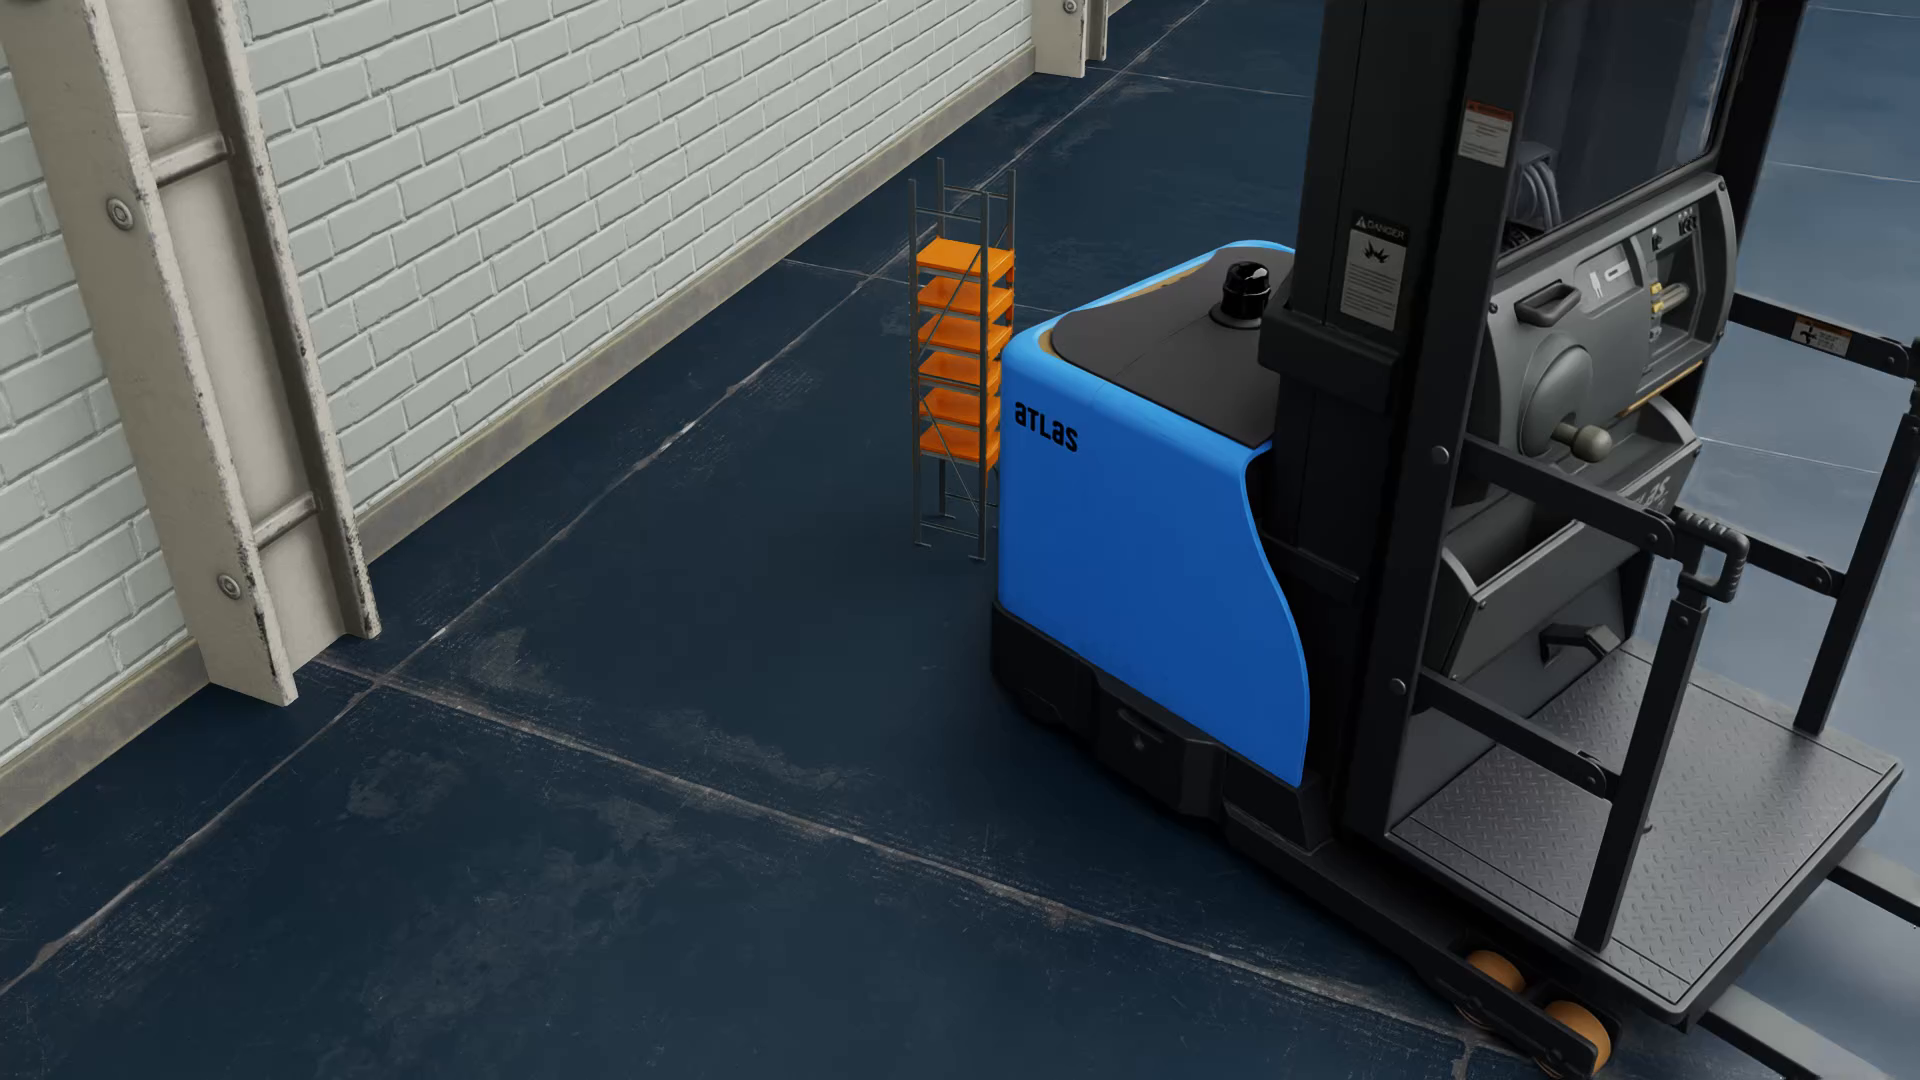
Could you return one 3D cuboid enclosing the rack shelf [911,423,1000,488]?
[{"bbox_3d":[0.006,-0.271,5.088,0.258,0.103,0.180,14,36,20],"label":"rack shelf"}]

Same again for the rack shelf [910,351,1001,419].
[{"bbox_3d":[0.006,-0.472,4.956,0.258,0.103,0.180,14,36,20],"label":"rack shelf"}]

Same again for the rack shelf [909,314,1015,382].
[{"bbox_3d":[0.006,-0.572,4.891,0.258,0.103,0.180,14,36,20],"label":"rack shelf"}]

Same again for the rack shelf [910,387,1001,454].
[{"bbox_3d":[0.006,-0.371,5.022,0.258,0.103,0.180,14,36,20],"label":"rack shelf"}]

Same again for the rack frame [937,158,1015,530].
[{"bbox_3d":[0.044,-0.555,5.001,0.240,1.200,0.006,14,36,20],"label":"rack frame"}]

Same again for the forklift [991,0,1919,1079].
[{"bbox_3d":[1.455,-0.403,3.192,1.130,2.935,3.031,-27,42,-35],"label":"forklift"}]

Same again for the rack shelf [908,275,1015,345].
[{"bbox_3d":[0.006,-0.673,4.825,0.258,0.103,0.180,14,36,20],"label":"rack shelf"}]

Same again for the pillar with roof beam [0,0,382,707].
[{"bbox_3d":[2.005,-2.452,0.783,9.100,9.000,0.400,14,36,20],"label":"pillar with roof beam"}]

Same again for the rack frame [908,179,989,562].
[{"bbox_3d":[-0.032,-0.463,4.862,0.240,1.200,0.006,14,36,20],"label":"rack frame"}]

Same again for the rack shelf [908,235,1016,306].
[{"bbox_3d":[0.006,-0.773,4.759,0.258,0.103,0.180,14,36,20],"label":"rack shelf"}]

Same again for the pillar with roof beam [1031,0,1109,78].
[{"bbox_3d":[4.515,-5.440,5.340,9.100,9.000,0.400,14,36,20],"label":"pillar with roof beam"}]

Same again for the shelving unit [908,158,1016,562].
[{"bbox_3d":[0.006,-0.509,4.932,0.258,1.200,0.189,14,36,20],"label":"shelving unit"}]
